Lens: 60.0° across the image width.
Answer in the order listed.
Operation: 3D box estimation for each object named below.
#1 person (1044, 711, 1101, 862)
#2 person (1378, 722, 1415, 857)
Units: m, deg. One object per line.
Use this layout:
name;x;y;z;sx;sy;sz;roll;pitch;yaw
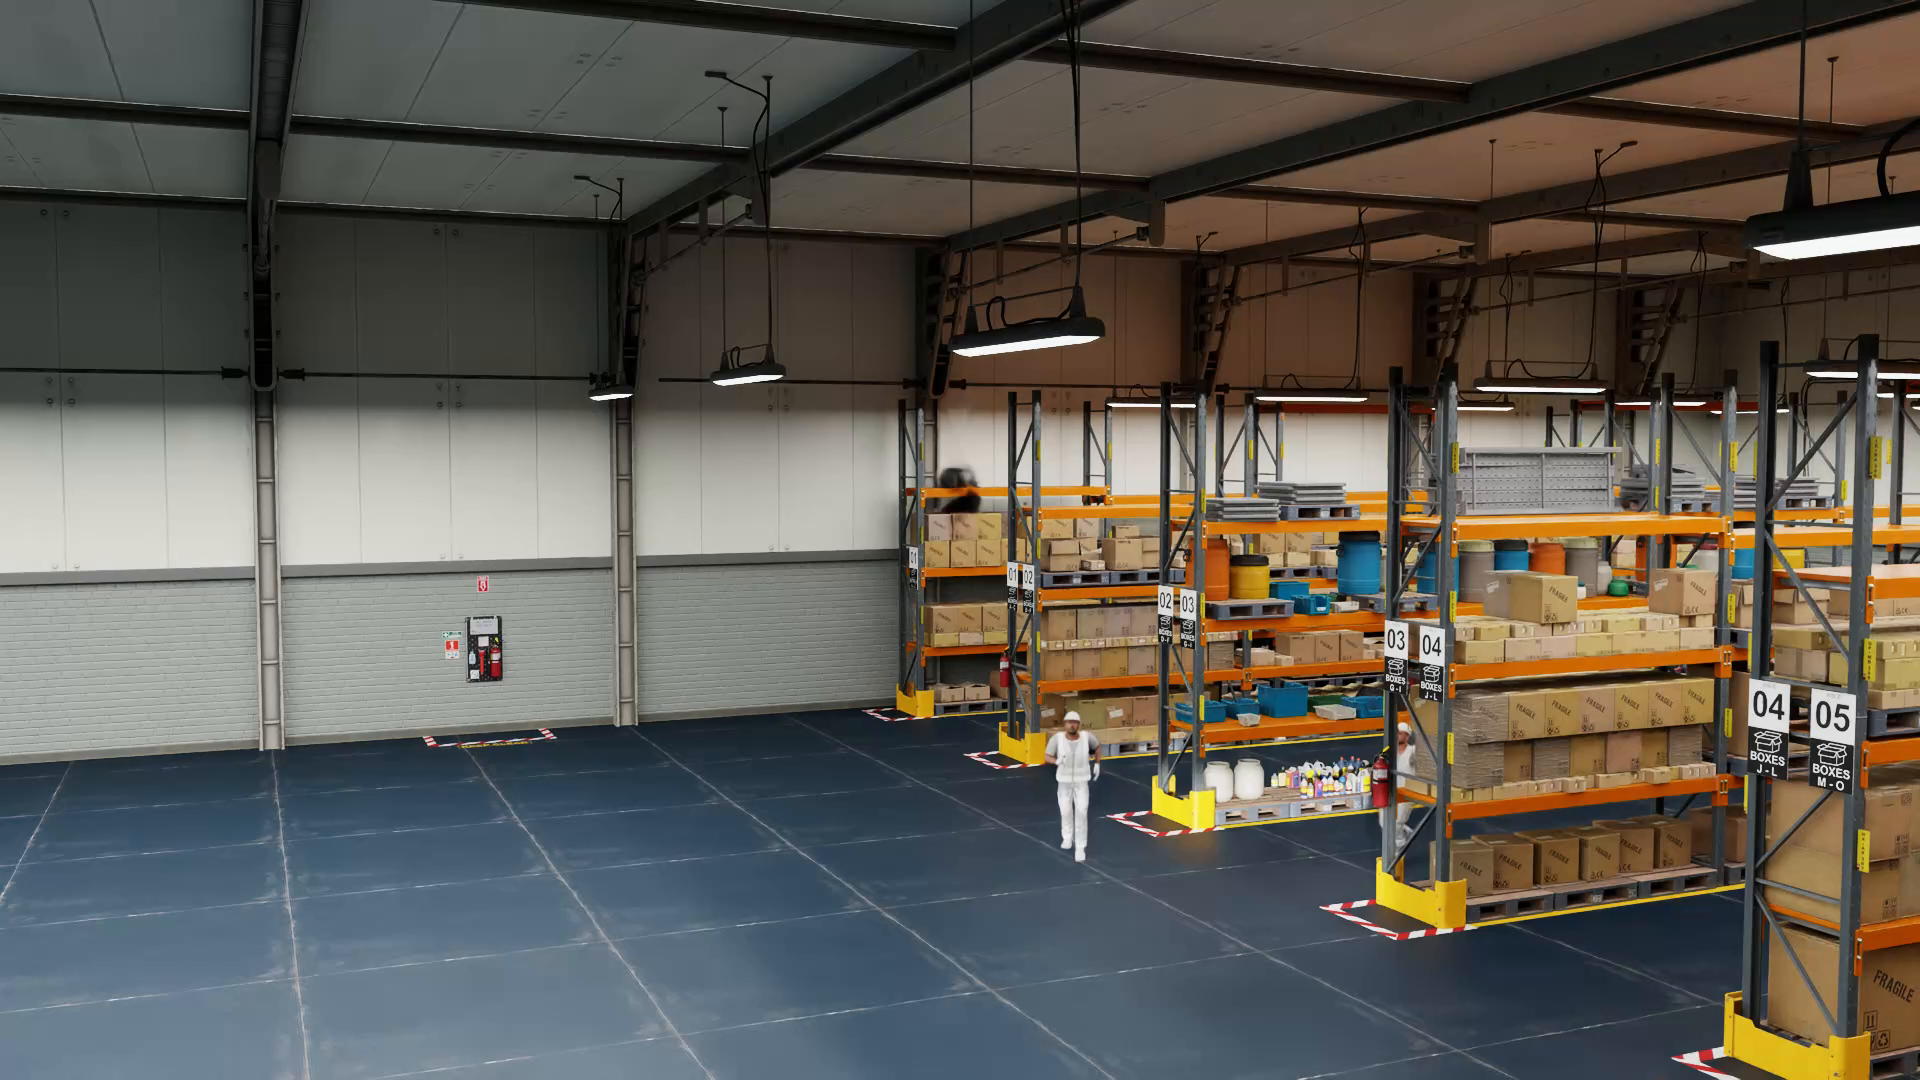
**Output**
person;1.401;3.050;20.785;0.704;1.850;0.798;0;3;6
person;5.427;3.097;20.382;0.645;1.743;0.646;-3;4;-41
